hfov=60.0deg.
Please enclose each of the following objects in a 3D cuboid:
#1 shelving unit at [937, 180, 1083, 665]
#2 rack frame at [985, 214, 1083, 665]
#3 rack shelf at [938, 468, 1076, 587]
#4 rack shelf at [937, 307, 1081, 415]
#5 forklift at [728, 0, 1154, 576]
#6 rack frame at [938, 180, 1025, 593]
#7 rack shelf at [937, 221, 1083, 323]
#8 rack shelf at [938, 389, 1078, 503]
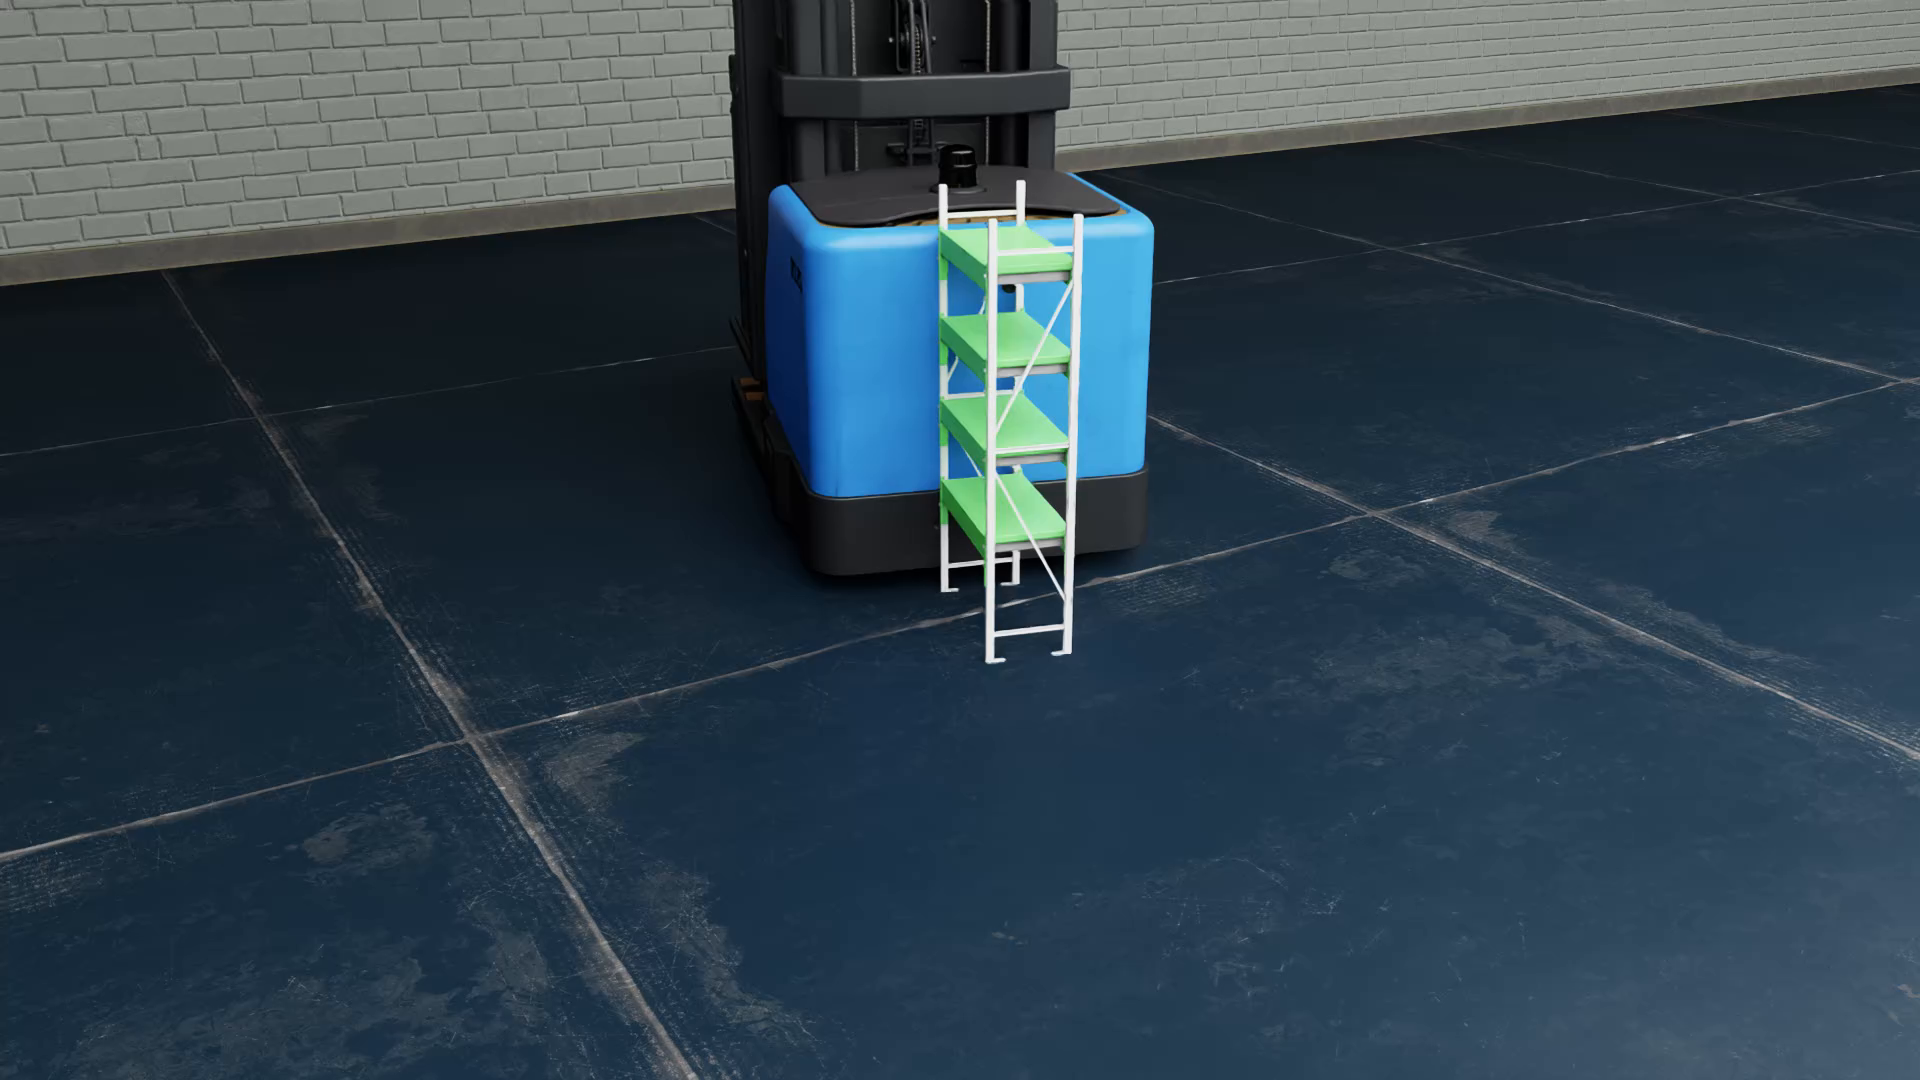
[{"bbox_3d":[0.123,-0.323,4.513,0.258,1.200,0.503,-6,23,-14],"label":"shelving unit"},{"bbox_3d":[0.185,-0.234,4.295,0.240,1.200,0.015,-6,23,-14],"label":"rack frame"},{"bbox_3d":[0.123,-0.042,4.627,0.258,0.148,0.480,-6,23,-14],"label":"rack shelf"},{"bbox_3d":[0.123,-0.486,4.447,0.258,0.148,0.480,-6,23,-14],"label":"rack shelf"},{"bbox_3d":[-0.268,-1.778,5.793,1.130,2.935,3.031,-5,23,-12],"label":"forklift"},{"bbox_3d":[0.060,-0.412,4.731,0.240,1.200,0.015,-6,23,-14],"label":"rack frame"},{"bbox_3d":[0.123,-0.709,4.356,0.258,0.148,0.480,-6,23,-14],"label":"rack shelf"},{"bbox_3d":[0.123,-0.264,4.537,0.258,0.148,0.480,-6,23,-14],"label":"rack shelf"}]
